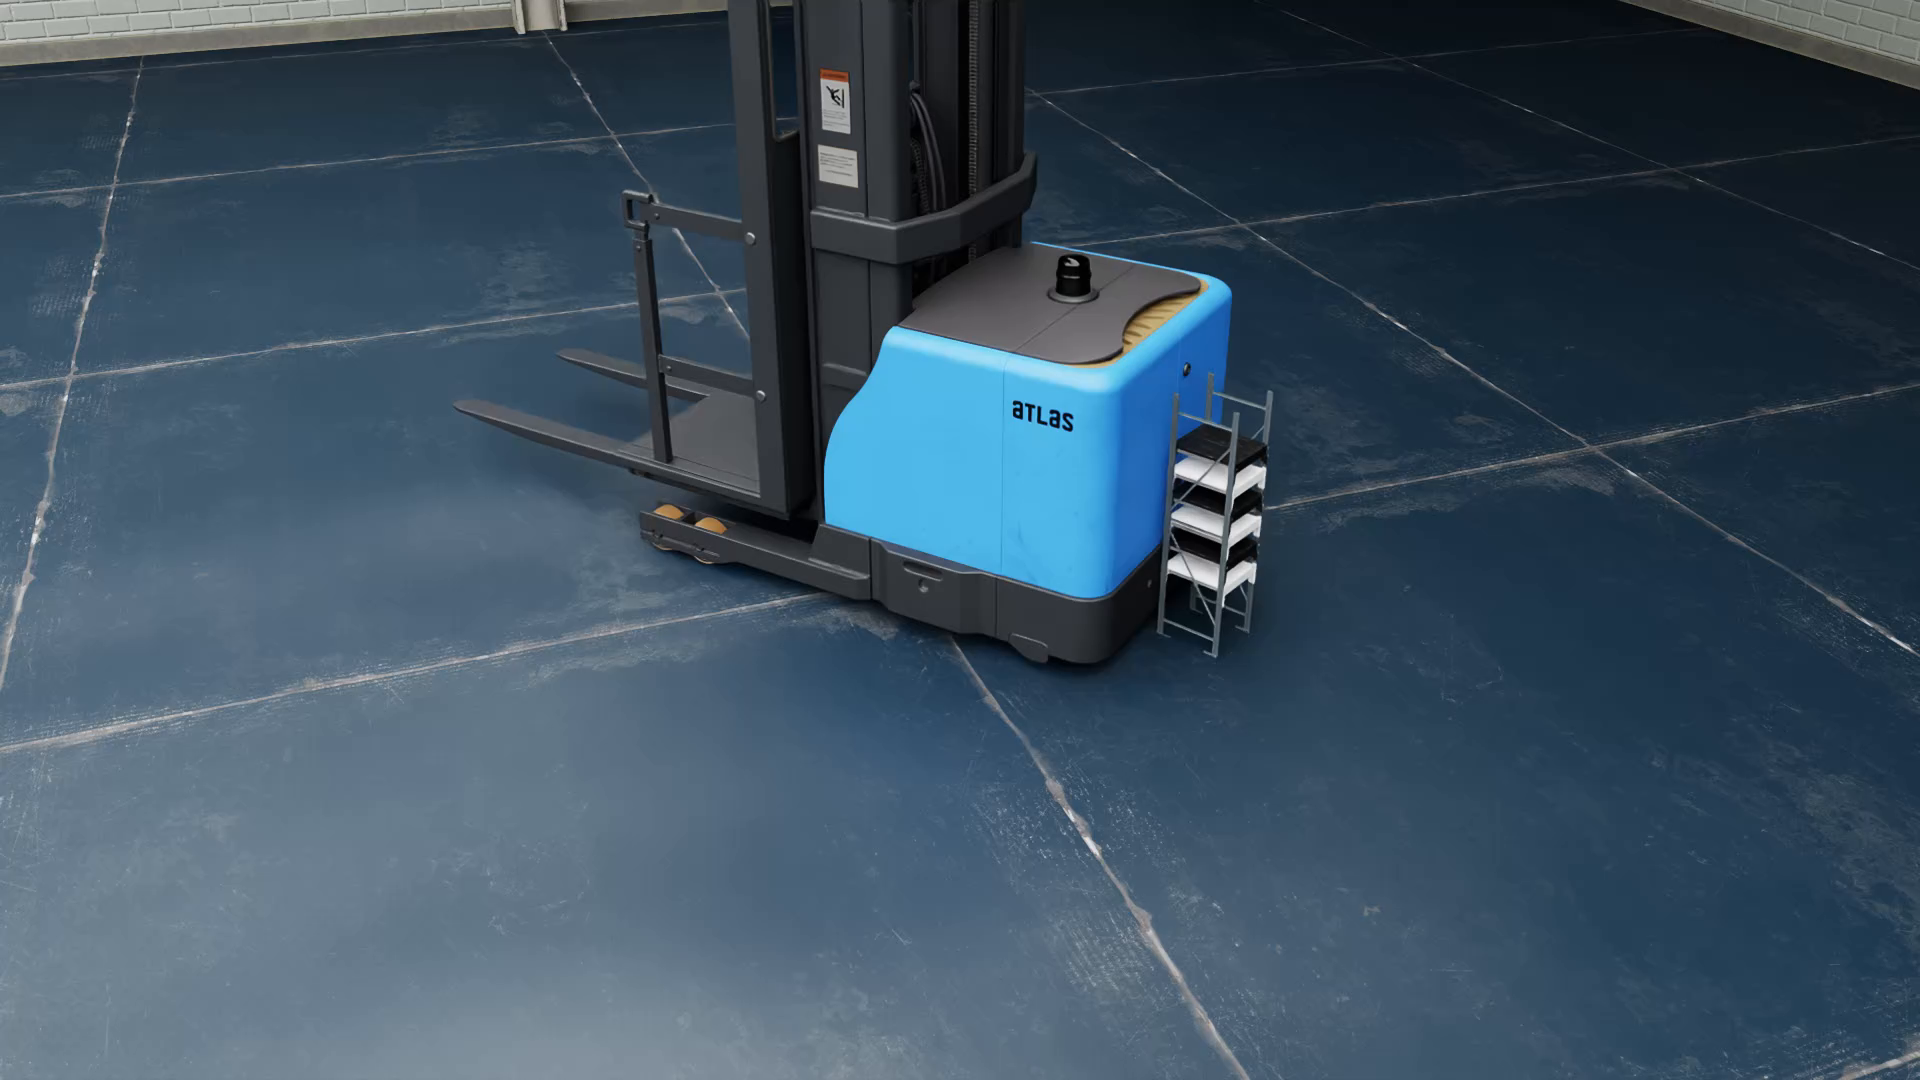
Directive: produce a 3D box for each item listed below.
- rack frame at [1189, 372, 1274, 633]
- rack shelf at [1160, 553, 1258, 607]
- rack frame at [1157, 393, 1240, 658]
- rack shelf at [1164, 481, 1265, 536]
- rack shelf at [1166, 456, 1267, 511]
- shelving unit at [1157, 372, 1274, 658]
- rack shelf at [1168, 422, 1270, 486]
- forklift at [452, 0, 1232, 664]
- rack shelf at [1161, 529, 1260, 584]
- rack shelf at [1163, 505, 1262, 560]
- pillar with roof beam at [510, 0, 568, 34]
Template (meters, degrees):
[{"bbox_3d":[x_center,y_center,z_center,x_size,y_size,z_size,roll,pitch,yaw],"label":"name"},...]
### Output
[{"bbox_3d":[0.898,-0.113,5.539,0.240,0.900,0.006,22,37,34],"label":"rack frame"},{"bbox_3d":[0.833,0.111,5.577,0.258,0.077,0.200,22,37,34],"label":"rack shelf"},{"bbox_3d":[0.768,-0.035,5.403,0.240,0.900,0.006,22,37,34],"label":"rack frame"},{"bbox_3d":[0.833,-0.123,5.443,0.258,0.077,0.200,22,37,34],"label":"rack shelf"},{"bbox_3d":[0.833,-0.202,5.399,0.258,0.077,0.200,22,37,34],"label":"rack shelf"},{"bbox_3d":[0.833,-0.074,5.471,0.258,0.900,0.210,22,37,34],"label":"shelving unit"},{"bbox_3d":[0.833,-0.280,5.354,0.258,0.077,0.200,22,37,34],"label":"rack shelf"},{"bbox_3d":[-0.595,-1.393,5.734,3.031,2.935,1.130,16,33,26],"label":"forklift"},{"bbox_3d":[0.833,0.033,5.532,0.258,0.077,0.200,22,37,34],"label":"rack shelf"},{"bbox_3d":[0.833,-0.045,5.488,0.258,0.077,0.200,22,37,34],"label":"rack shelf"},{"bbox_3d":[-1.930,-6.103,7.871,0.400,9.000,9.100,-10,31,-18],"label":"pillar with roof beam"}]
